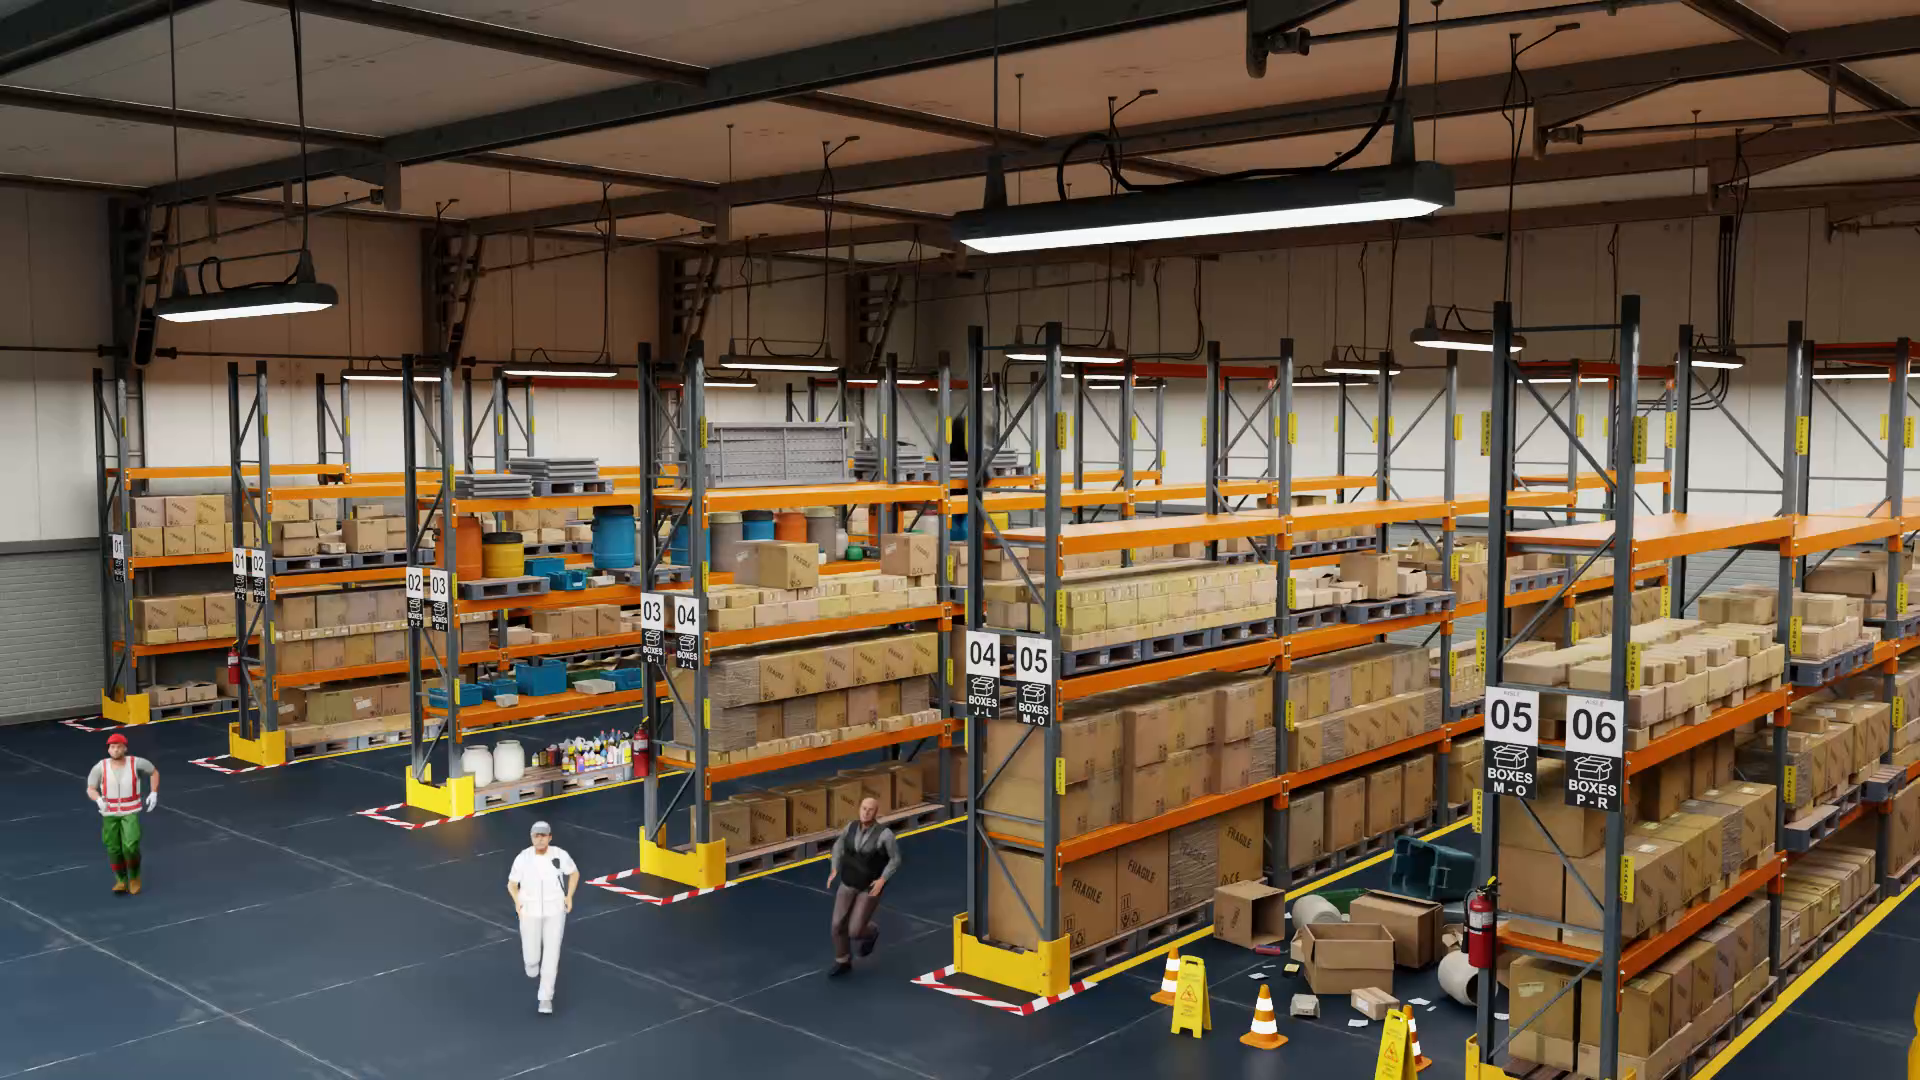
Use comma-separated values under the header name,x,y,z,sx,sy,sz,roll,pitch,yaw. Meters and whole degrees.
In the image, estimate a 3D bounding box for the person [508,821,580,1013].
name,x,y,z,sx,sy,sz,roll,pitch,yaw
person,-3.666,3.284,14.668,0.621,1.624,0.769,-1,4,-14

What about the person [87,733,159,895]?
name,x,y,z,sx,sy,sz,roll,pitch,yaw
person,-9.019,2.967,17.912,0.686,1.785,0.676,-2,4,-20

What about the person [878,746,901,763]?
name,x,y,z,sx,sy,sz,roll,pitch,yaw
person,-1.051,2.562,24.133,0.545,1.577,0.873,2,5,26

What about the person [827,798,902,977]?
name,x,y,z,sx,sy,sz,roll,pitch,yaw
person,-0.880,3.211,15.471,0.701,1.672,0.569,2,5,25
